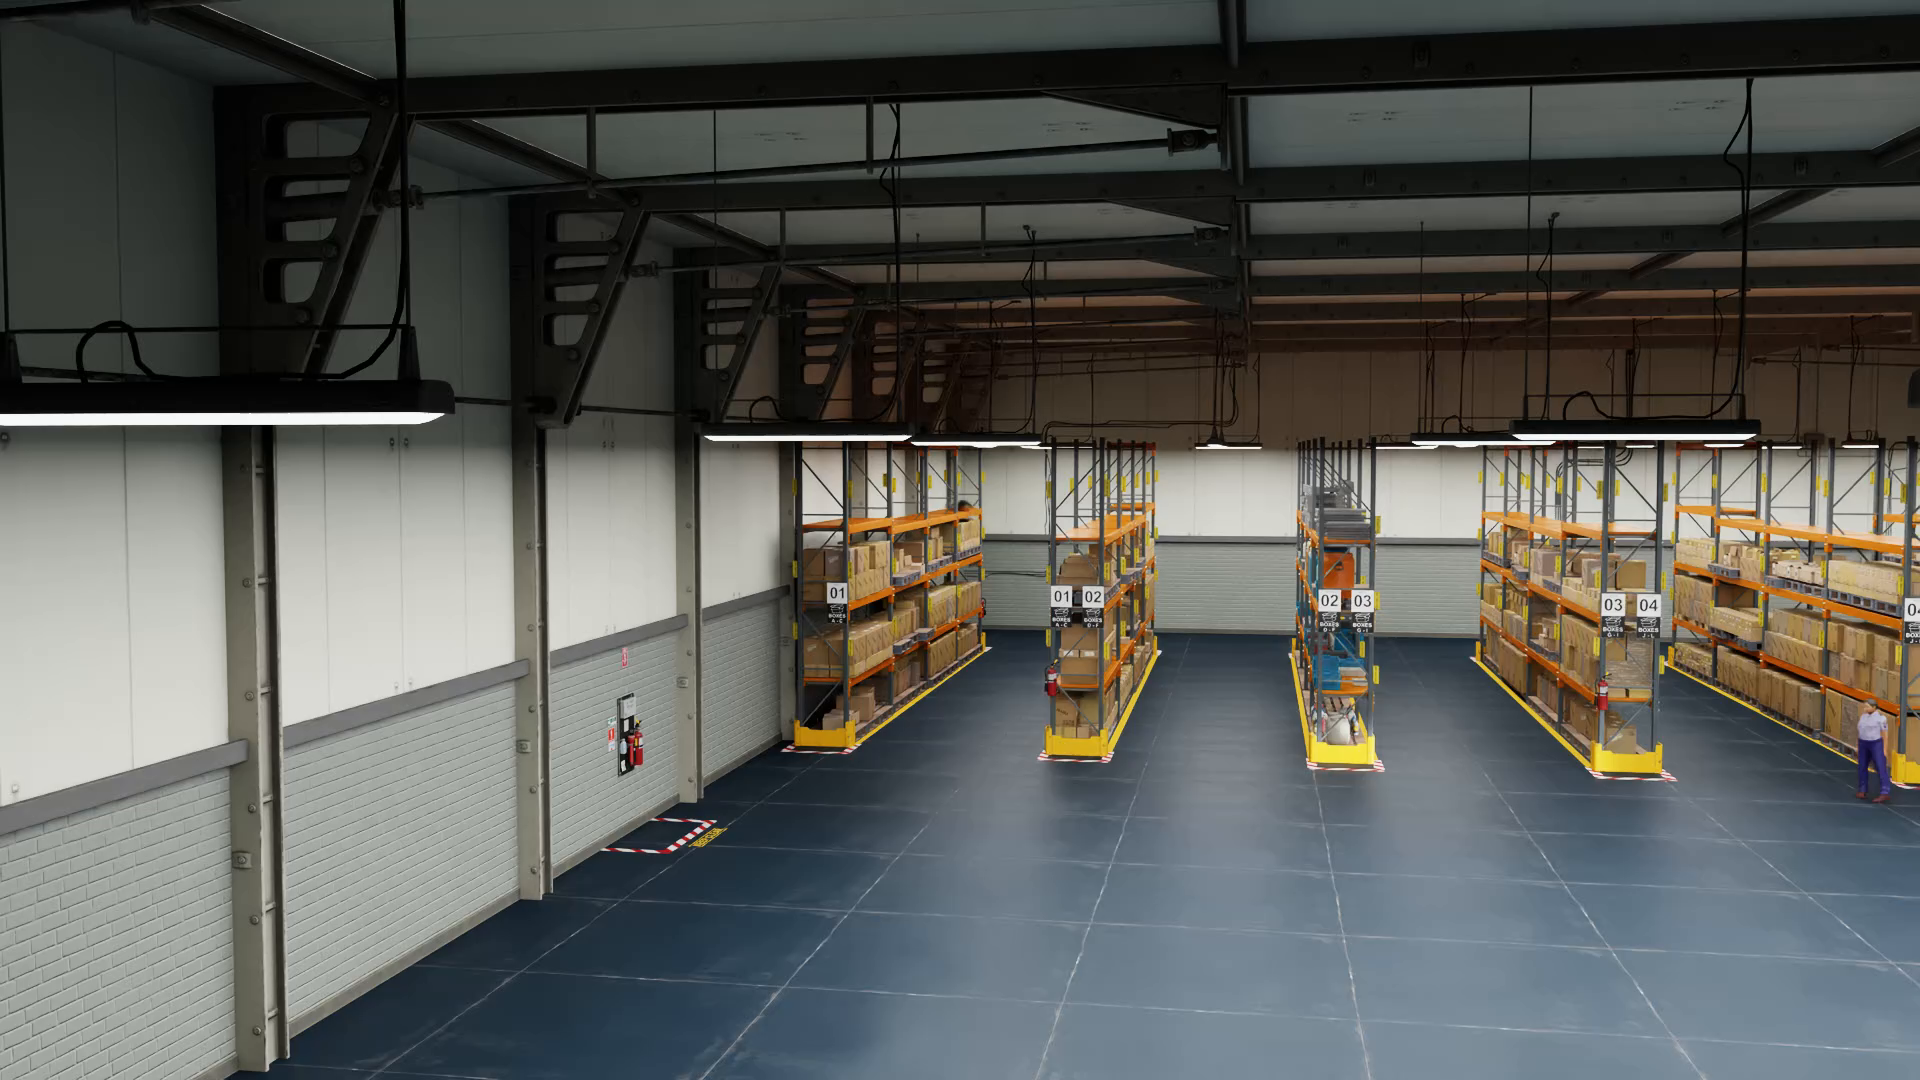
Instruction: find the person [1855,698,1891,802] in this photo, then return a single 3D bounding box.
[{"bbox_3d":[15.028,3.445,27.399,0.370,1.652,0.584,-2,4,-32],"label":"person"}]
